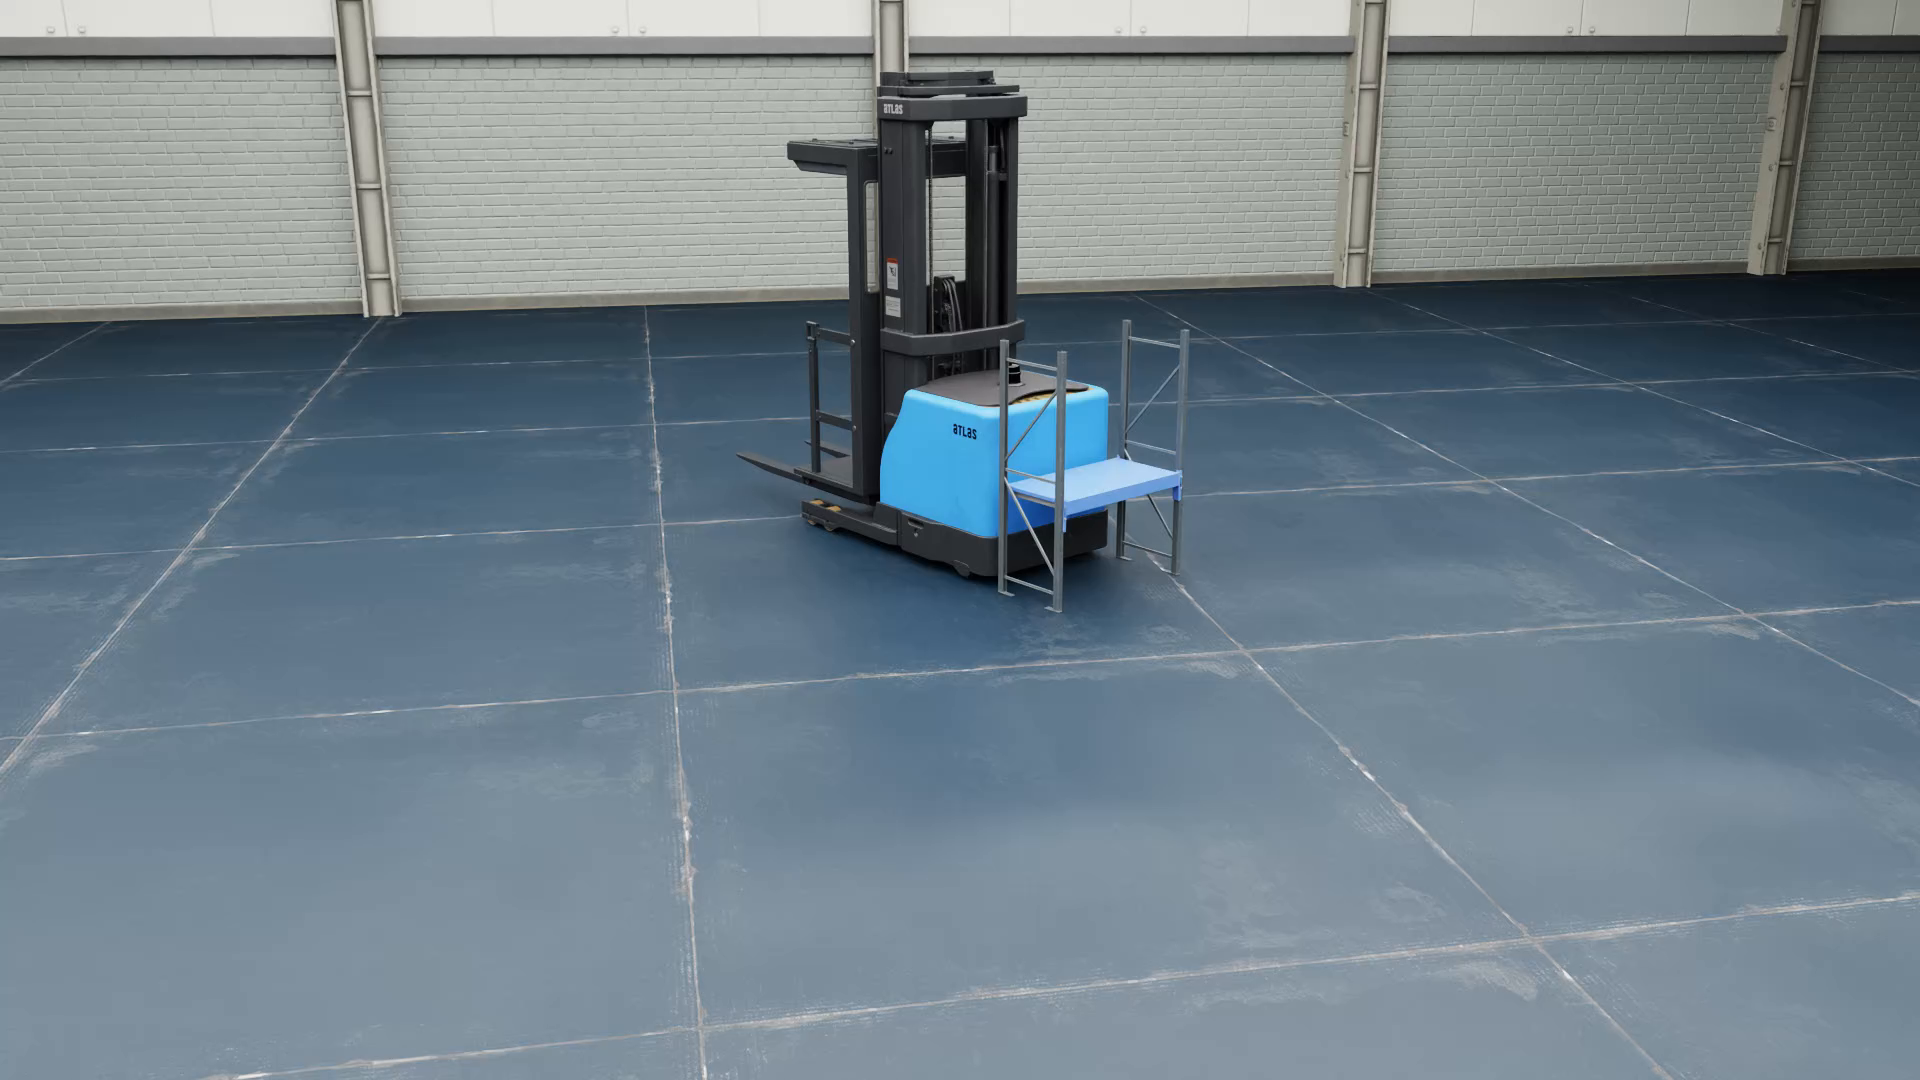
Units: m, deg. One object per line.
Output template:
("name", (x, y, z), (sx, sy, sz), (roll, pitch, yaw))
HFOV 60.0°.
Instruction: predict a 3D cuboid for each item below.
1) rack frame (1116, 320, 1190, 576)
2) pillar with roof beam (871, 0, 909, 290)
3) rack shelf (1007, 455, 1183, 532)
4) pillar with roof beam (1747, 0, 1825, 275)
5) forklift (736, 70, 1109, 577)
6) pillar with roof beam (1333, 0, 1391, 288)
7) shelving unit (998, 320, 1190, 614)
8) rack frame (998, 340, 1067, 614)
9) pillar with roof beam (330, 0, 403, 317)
("rack frame", (1.158, -0.556, 10.067), (0.032, 1.500, 0.500), (-15, 22, -40))
("pillar with roof beam", (-0.005, -6.020, 15.085), (0.400, 9.000, 9.100), (-3, 17, -10))
("rack shelf", (0.780, -0.284, 9.795), (1.000, 0.185, 0.538), (-15, 22, -40))
("pillar with roof beam", (11.777, -6.689, 17.262), (0.400, 9.000, 9.100), (-3, 17, -10))
("forklift", (-0.406, -1.543, 10.843), (1.130, 2.935, 3.031), (-14, 22, -38))
("pillar with roof beam", (5.886, -6.354, 16.174), (0.400, 9.000, 9.100), (-3, 17, -10))
("shelving unit", (0.780, -0.456, 9.742), (1.048, 1.500, 0.538), (-15, 22, -40))
("rack frame", (0.403, -0.356, 9.417), (0.032, 1.500, 0.500), (-15, 22, -40))
("pillar with roof beam", (-5.896, -5.686, 13.997), (0.400, 9.000, 9.100), (-3, 17, -10))
